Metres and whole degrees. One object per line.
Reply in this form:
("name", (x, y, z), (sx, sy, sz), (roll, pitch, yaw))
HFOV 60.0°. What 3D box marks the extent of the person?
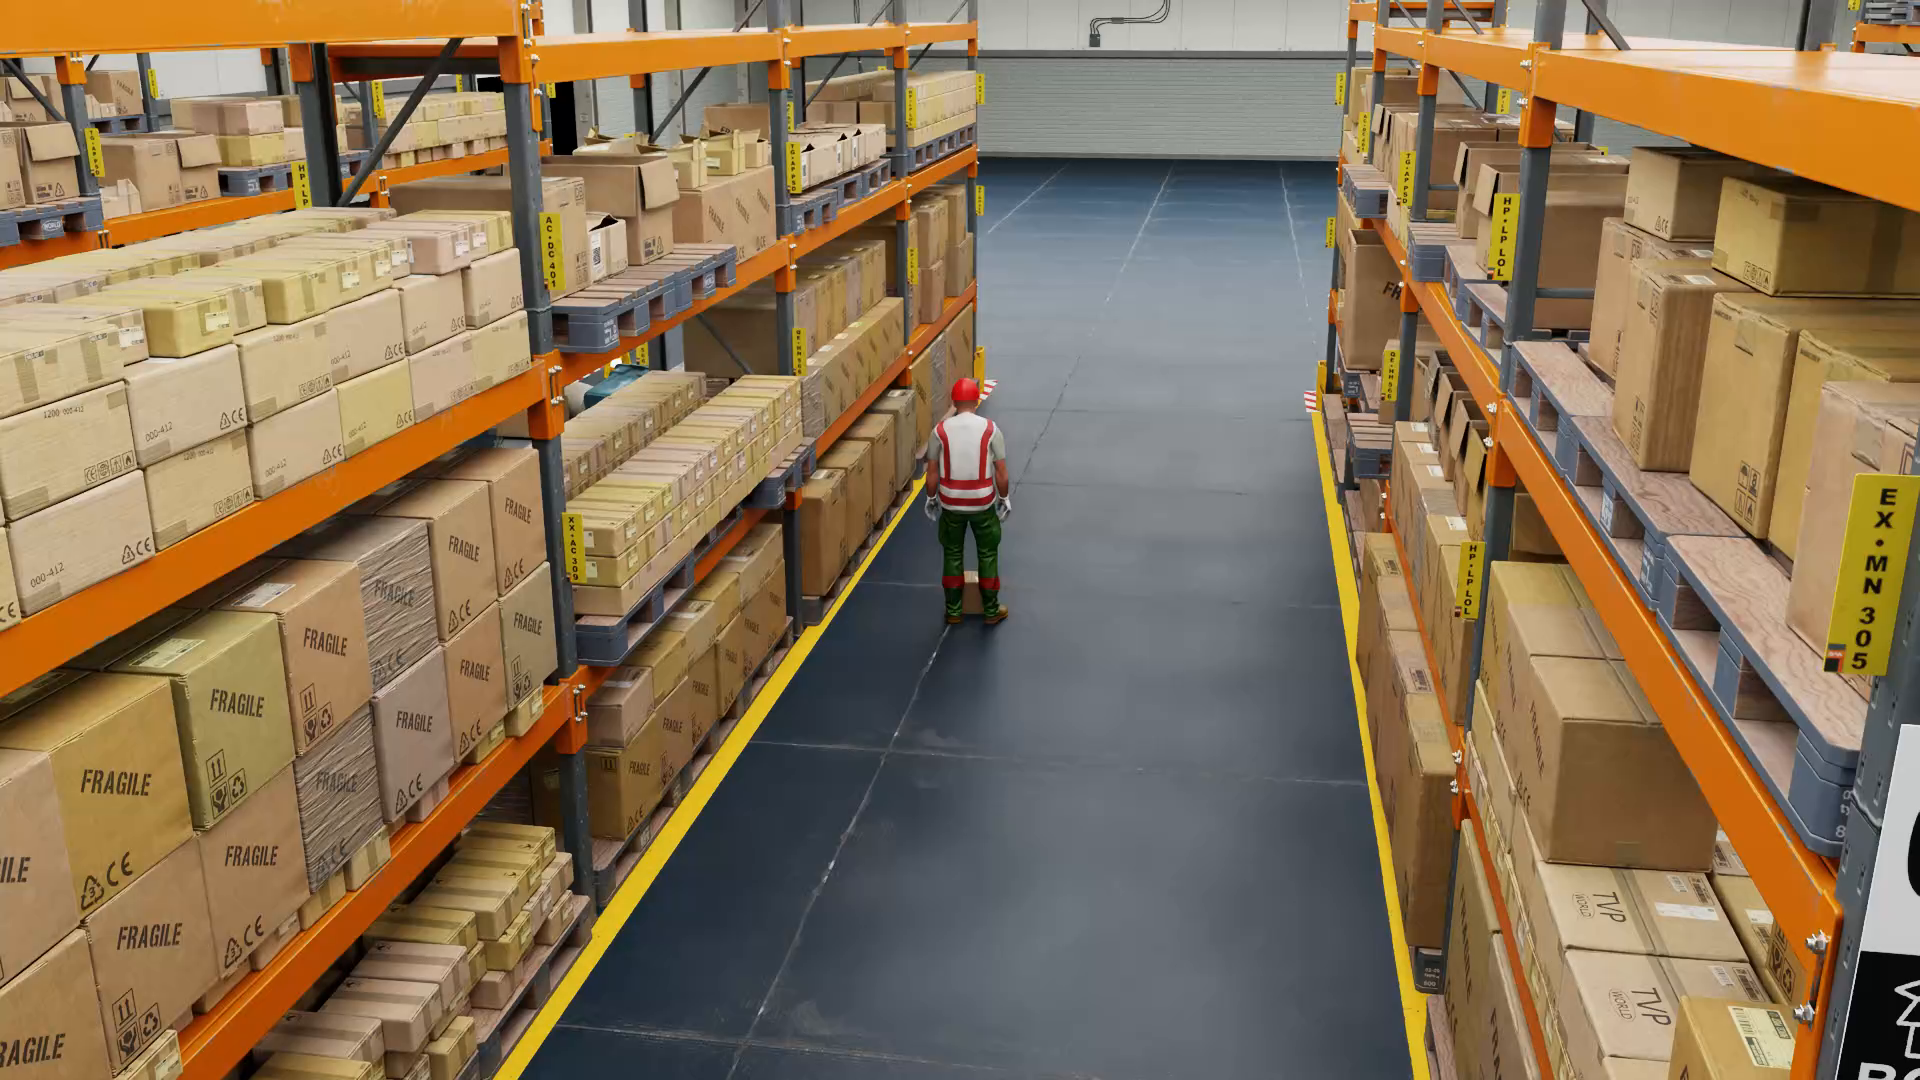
("person", (0.076, -0.267, 11.866), (0.610, 1.778, 0.449), (2, 18, 5))
